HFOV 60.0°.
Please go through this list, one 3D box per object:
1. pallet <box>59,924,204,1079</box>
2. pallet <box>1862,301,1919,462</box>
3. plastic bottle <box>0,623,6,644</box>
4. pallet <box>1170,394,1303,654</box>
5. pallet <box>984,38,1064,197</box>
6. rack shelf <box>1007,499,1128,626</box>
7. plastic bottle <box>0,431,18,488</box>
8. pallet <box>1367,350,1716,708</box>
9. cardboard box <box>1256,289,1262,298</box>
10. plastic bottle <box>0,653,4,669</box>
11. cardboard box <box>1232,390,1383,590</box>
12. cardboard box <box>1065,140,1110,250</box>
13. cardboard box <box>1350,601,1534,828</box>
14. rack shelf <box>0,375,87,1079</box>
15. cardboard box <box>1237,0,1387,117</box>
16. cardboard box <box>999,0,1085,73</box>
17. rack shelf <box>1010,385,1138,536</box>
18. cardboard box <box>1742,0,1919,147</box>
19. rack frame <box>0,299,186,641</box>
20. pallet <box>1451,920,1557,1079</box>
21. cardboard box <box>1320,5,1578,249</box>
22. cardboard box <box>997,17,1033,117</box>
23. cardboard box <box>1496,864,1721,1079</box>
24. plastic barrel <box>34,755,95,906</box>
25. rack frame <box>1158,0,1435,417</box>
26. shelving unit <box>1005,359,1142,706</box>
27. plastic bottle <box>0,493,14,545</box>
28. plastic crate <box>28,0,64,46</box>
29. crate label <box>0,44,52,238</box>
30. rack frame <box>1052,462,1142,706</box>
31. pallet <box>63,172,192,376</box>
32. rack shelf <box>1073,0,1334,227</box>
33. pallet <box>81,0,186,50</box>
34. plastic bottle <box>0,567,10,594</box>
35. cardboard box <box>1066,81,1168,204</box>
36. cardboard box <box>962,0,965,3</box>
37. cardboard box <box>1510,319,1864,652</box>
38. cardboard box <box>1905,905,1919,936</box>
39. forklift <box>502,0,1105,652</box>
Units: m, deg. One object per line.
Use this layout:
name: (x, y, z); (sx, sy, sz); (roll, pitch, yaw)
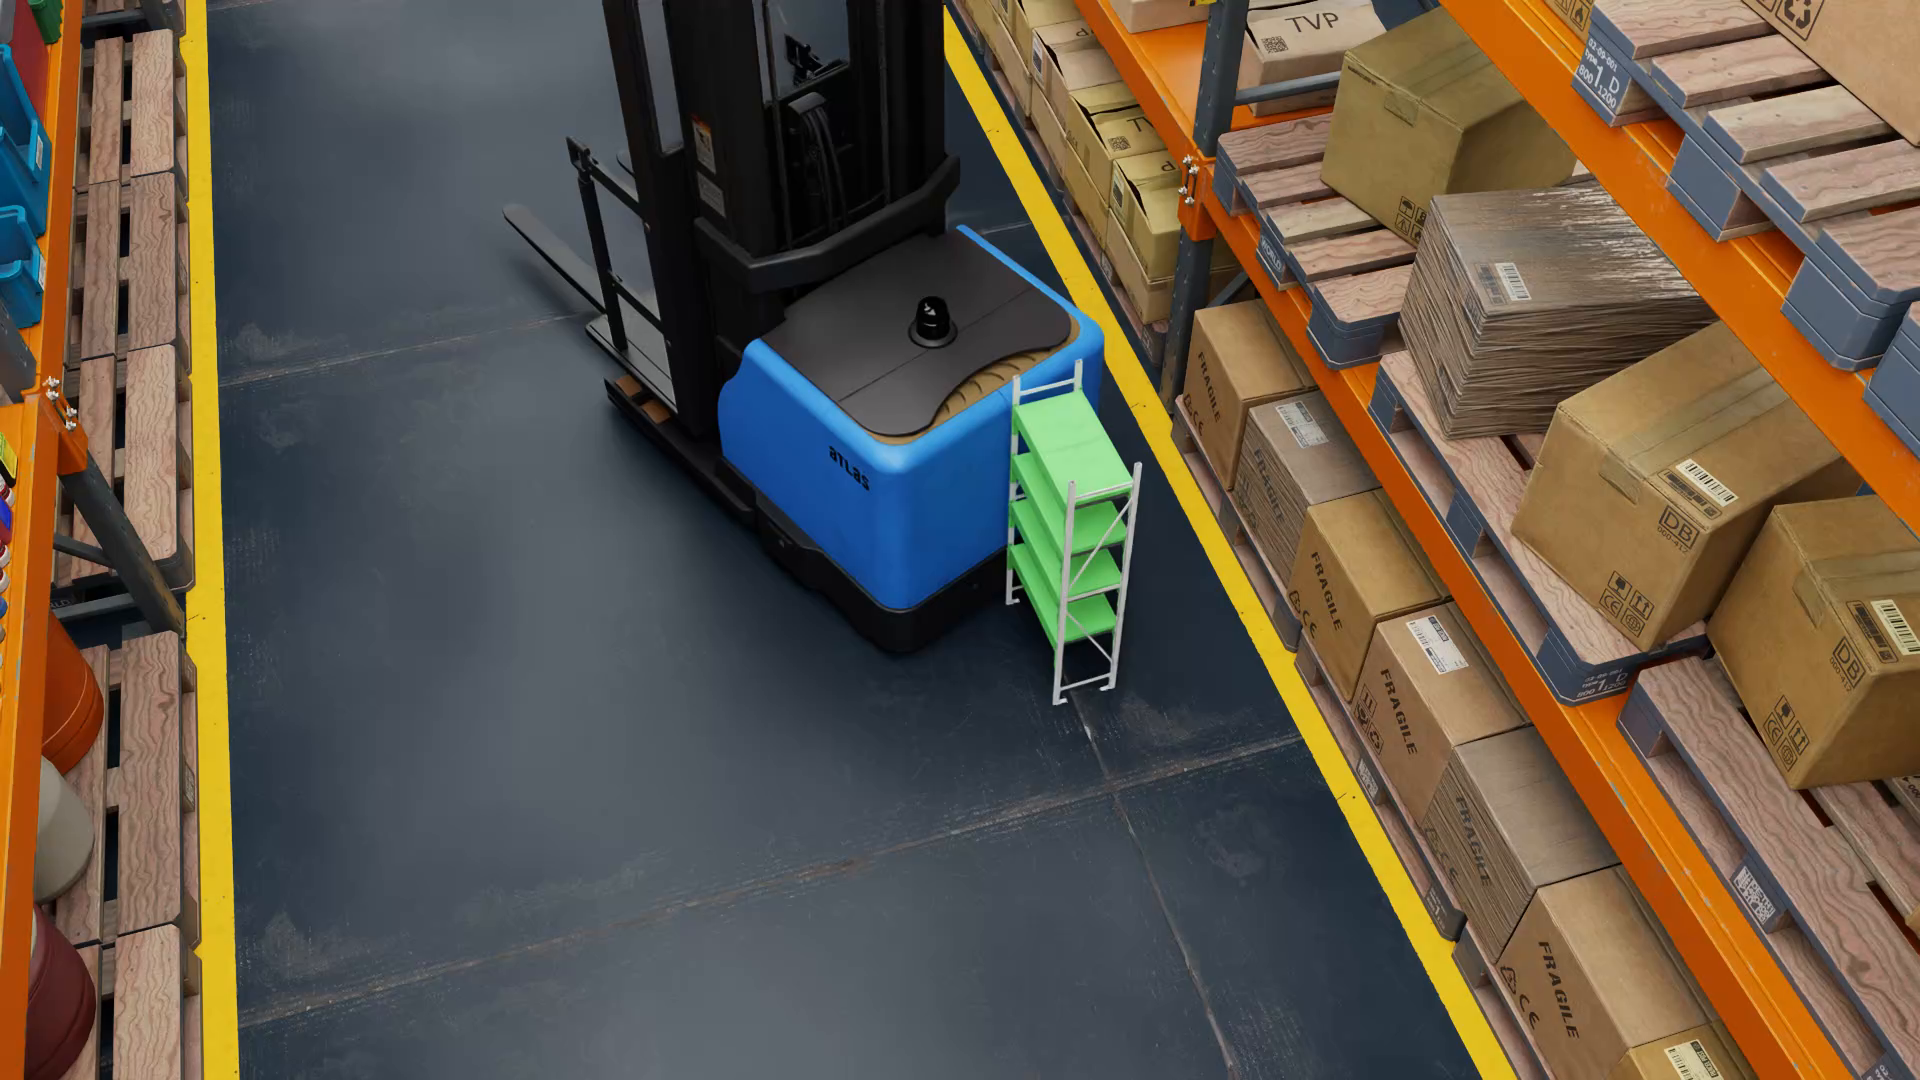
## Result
pallet: (-2.765, 1.829, 4.860); (1.003, 0.211, 1.213); (-13, 51, -11)
pallet: (2.395, -0.120, 2.840); (1.213, 0.211, 1.003); (-13, 51, -11)
plastic bottle: (-2.697, 0.207, 4.533); (0.097, 0.201, 0.097); (0, 50, 0)
pallet: (1.522, -0.191, 6.562); (1.003, 0.211, 1.213); (-13, 51, -11)
pallet: (0.774, -2.244, 8.293); (1.003, 0.211, 1.213); (-13, 51, -11)
rack shelf: (0.369, 0.044, 5.801); (0.258, 0.148, 0.480); (-15, 52, -12)
plastic bottle: (-2.868, -0.289, 4.898); (0.061, 0.283, 0.133); (-13, 51, -11)
pallet: (1.917, -0.162, 4.840); (1.003, 0.211, 1.213); (-13, 51, -11)
cardboard box: (1.463, -1.341, 7.232); (0.500, 0.250, 0.500); (-13, 51, -11)
plastic bottle: (-2.668, 0.256, 4.446); (0.097, 0.271, 0.097); (0, 50, 0)
cardboard box: (1.359, -0.201, 6.095); (0.500, 0.500, 0.500); (-15, 51, -12)
cardboard box: (0.793, -1.597, 7.448); (0.500, 0.250, 0.500); (-14, 51, -11)
cardboard box: (1.662, 0.546, 5.464); (0.500, 0.500, 0.500); (-15, 51, -12)
rack shelf: (-2.804, 1.167, 4.065); (1.077, 0.370, 4.000); (-13, 51, -11)
cardboard box: (1.272, -1.890, 6.229); (0.500, 0.311, 0.500); (-10, 51, -9)
cardboard box: (0.495, -2.514, 7.854); (0.500, 0.311, 0.500); (-12, 51, -10)
rack shelf: (0.369, -0.265, 5.434); (0.258, 0.148, 0.480); (-15, 52, -12)
cardboard box: (2.045, -1.247, 3.261); (0.600, 0.600, 0.600); (-15, 52, -12)
rack frame: (-3.395, -0.526, 5.021); (1.000, 3.000, 0.127); (-13, 51, -11)
pallet: (2.244, 1.591, 5.060); (1.003, 0.211, 1.213); (-13, 51, -11)
cardboard box: (1.631, -1.376, 5.398); (0.700, 0.500, 0.500); (-30, 56, -23)
cardboard box: (0.492, -2.340, 8.074); (0.500, 0.250, 0.500); (-12, 51, -10)
cardboard box: (1.962, 1.283, 4.843); (0.500, 0.500, 0.500); (-13, 51, -11)
plastic barrel: (-2.982, 0.886, 5.183); (0.421, 0.512, 0.421); (0, 50, 0)
rack frame: (1.337, -1.643, 5.963); (1.000, 3.000, 0.127); (-13, 51, -11)
shelving unit: (0.369, 0.003, 5.752); (0.258, 1.200, 0.503); (-15, 52, -12)
plastic bottle: (-2.800, -0.121, 4.756); (0.061, 0.283, 0.133); (-13, 51, -11)
plastic crate: (-3.794, -2.171, 6.547); (0.450, 0.188, 0.662); (-13, 51, -11)
crate label: (-3.431, -1.324, 5.671); (0.502, 0.435, 0.616); (-13, 51, -11)
rack frame: (0.451, 0.179, 5.604); (0.240, 1.200, 0.015); (-15, 52, -12)
pallet: (-3.945, -1.091, 7.322); (1.003, 0.211, 1.213); (-13, 51, -11)
rack shelf: (0.746, -2.872, 7.470); (1.077, 0.370, 4.000); (-13, 51, -11)
pallet: (-4.737, -3.049, 8.972); (1.003, 0.211, 1.213); (-13, 51, -11)
plastic bottle: (-2.755, 0.065, 4.653); (0.097, 0.201, 0.097); (0, 50, 0)
cardboard box: (0.787, -1.778, 7.234); (0.500, 0.311, 0.500); (-14, 51, -12)
cardboard box: (0.187, -3.090, 8.706); (0.500, 0.250, 0.500); (-12, 51, -10)
cardboard box: (1.939, -0.166, 4.378); (0.700, 0.500, 0.500); (-25, 54, -20)
cardboard box: (2.594, 0.714, 3.636); (0.700, 0.500, 0.500); (-30, 56, -23)
forklift: (-0.824, -1.589, 5.962); (1.130, 2.935, 3.031); (-34, 58, -25)
